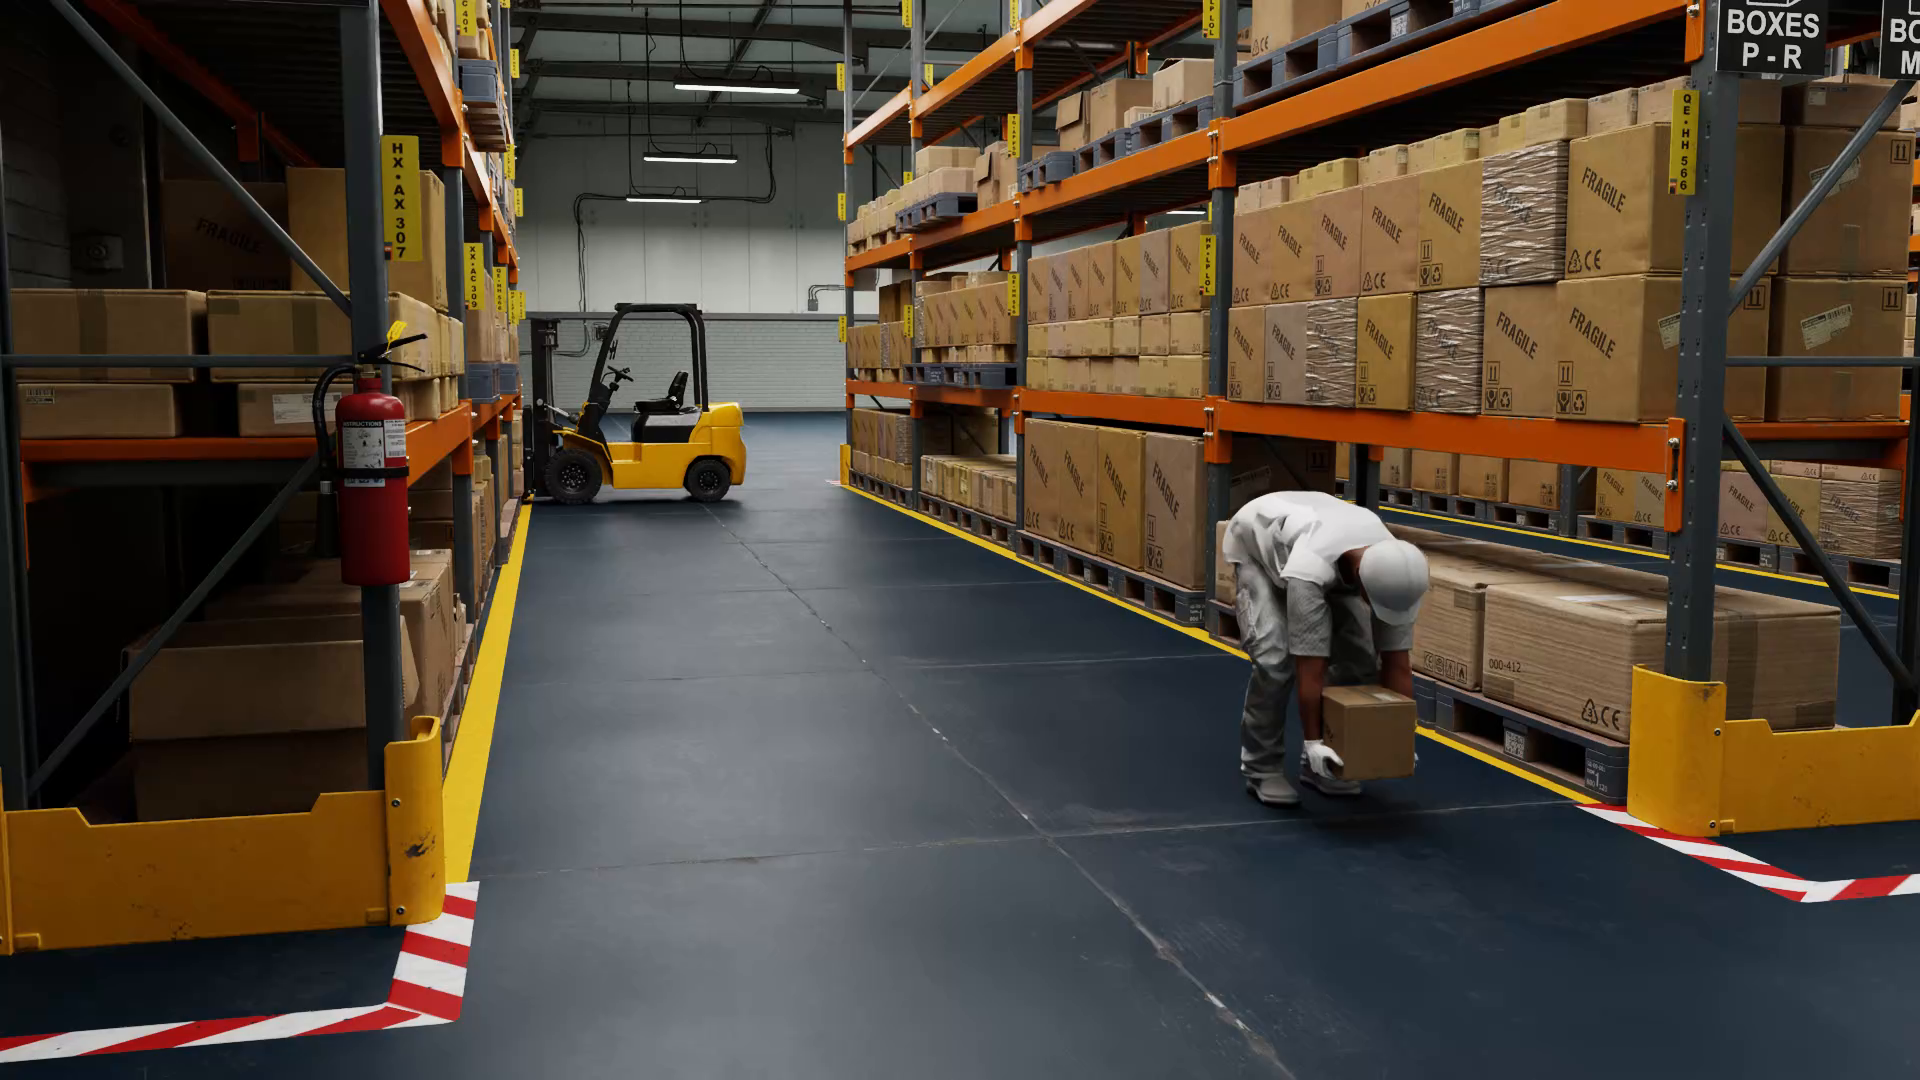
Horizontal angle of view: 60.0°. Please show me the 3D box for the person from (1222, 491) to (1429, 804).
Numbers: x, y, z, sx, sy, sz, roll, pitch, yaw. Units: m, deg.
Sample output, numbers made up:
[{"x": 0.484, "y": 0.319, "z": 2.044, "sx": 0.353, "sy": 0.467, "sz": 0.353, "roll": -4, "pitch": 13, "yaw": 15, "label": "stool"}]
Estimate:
[{"x": 1.249, "y": 0.380, "z": 5.607, "sx": 0.504, "sy": 1.063, "sz": 0.991, "roll": -2, "pitch": 6, "yaw": -18, "label": "person"}]
